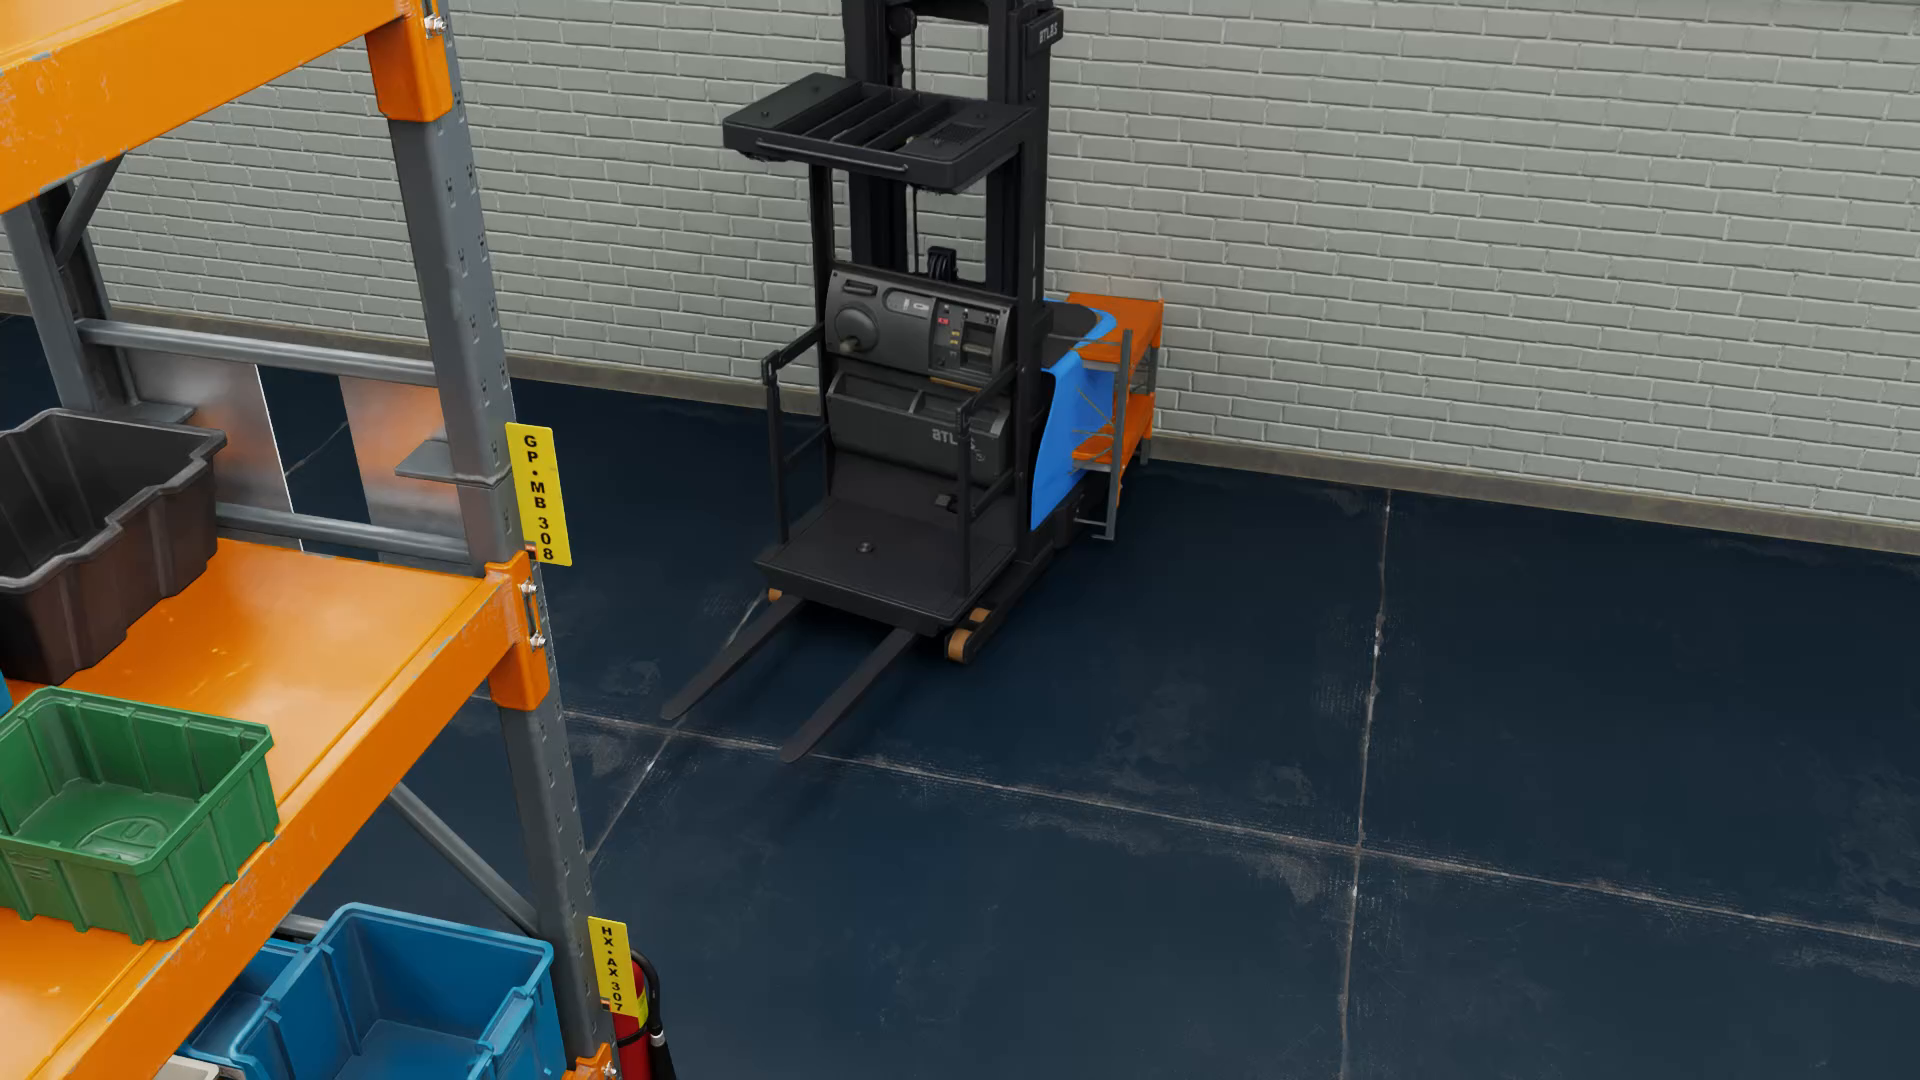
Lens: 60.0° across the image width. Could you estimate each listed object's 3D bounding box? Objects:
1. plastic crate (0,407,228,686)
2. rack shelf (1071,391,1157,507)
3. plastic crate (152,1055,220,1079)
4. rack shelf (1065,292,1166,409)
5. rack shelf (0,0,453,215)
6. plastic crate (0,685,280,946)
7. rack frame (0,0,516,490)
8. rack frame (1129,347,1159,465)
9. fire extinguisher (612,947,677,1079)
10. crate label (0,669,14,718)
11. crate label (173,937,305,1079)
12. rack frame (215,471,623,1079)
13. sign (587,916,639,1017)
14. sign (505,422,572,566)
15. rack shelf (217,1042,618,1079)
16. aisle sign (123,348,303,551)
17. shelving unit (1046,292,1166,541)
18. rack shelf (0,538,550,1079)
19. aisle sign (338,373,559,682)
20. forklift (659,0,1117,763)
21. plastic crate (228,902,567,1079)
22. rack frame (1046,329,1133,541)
[{"bbox_3d":[-1.763,0.016,3.255,0.497,0.269,0.590,8,33,12],"label":"plastic crate"},{"bbox_3d":[0.698,-0.534,8.911,0.538,0.278,1.000,9,26,13],"label":"rack shelf"},{"bbox_3d":[-1.939,1.389,3.958,0.250,0.136,0.298,8,33,12],"label":"plastic crate"},{"bbox_3d":[0.720,-1.018,8.678,0.538,0.278,1.000,9,26,13],"label":"rack shelf"},{"bbox_3d":[-1.904,0.043,1.337,1.077,0.370,4.000,8,33,12],"label":"rack shelf"},{"bbox_3d":[-1.370,0.439,2.665,0.450,0.188,0.336,8,33,12],"label":"plastic crate"},{"bbox_3d":[-1.396,-1.467,2.669,1.000,3.000,0.127,8,33,12],"label":"rack frame"},{"bbox_3d":[0.845,-0.961,9.249,0.500,1.125,0.032,9,26,13],"label":"rack frame"},{"bbox_3d":[-0.918,1.239,4.426,0.296,0.674,0.183,8,33,12],"label":"fire extinguisher"},{"bbox_3d":[-1.943,0.297,2.830,0.408,0.251,0.502,8,33,12],"label":"crate label"},{"bbox_3d":[-1.777,1.194,4.177,0.416,0.233,0.303,8,33,12],"label":"crate label"},{"bbox_3d":[-1.396,1.065,4.279,1.000,3.000,0.127,8,33,12],"label":"rack frame"},{"bbox_3d":[-0.860,1.063,4.131,0.100,0.325,0.005,8,33,12],"label":"sign"},{"bbox_3d":[-0.860,-0.090,3.398,0.100,0.325,0.005,8,33,12],"label":"sign"},{"bbox_3d":[-1.904,2.406,2.839,1.077,0.370,4.000,8,33,12],"label":"rack shelf"},{"bbox_3d":[-1.665,-0.110,3.704,0.394,0.787,0.004,8,33,12],"label":"aisle sign"},{"bbox_3d":[0.708,-0.754,8.805,0.538,1.125,1.048,9,26,13],"label":"shelving unit"},{"bbox_3d":[-1.904,1.140,2.035,1.077,0.370,4.000,8,33,12],"label":"rack shelf"},{"bbox_3d":[-1.094,-0.030,3.578,0.394,0.787,0.004,8,33,12],"label":"aisle sign"},{"bbox_3d":[-0.299,-0.929,7.479,1.130,2.935,3.031,16,36,23],"label":"forklift"},{"bbox_3d":[-1.300,1.224,3.940,0.616,0.435,0.499,8,33,12],"label":"plastic crate"},{"bbox_3d":[0.572,-0.547,8.361,0.500,1.125,0.032,9,26,13],"label":"rack frame"}]
